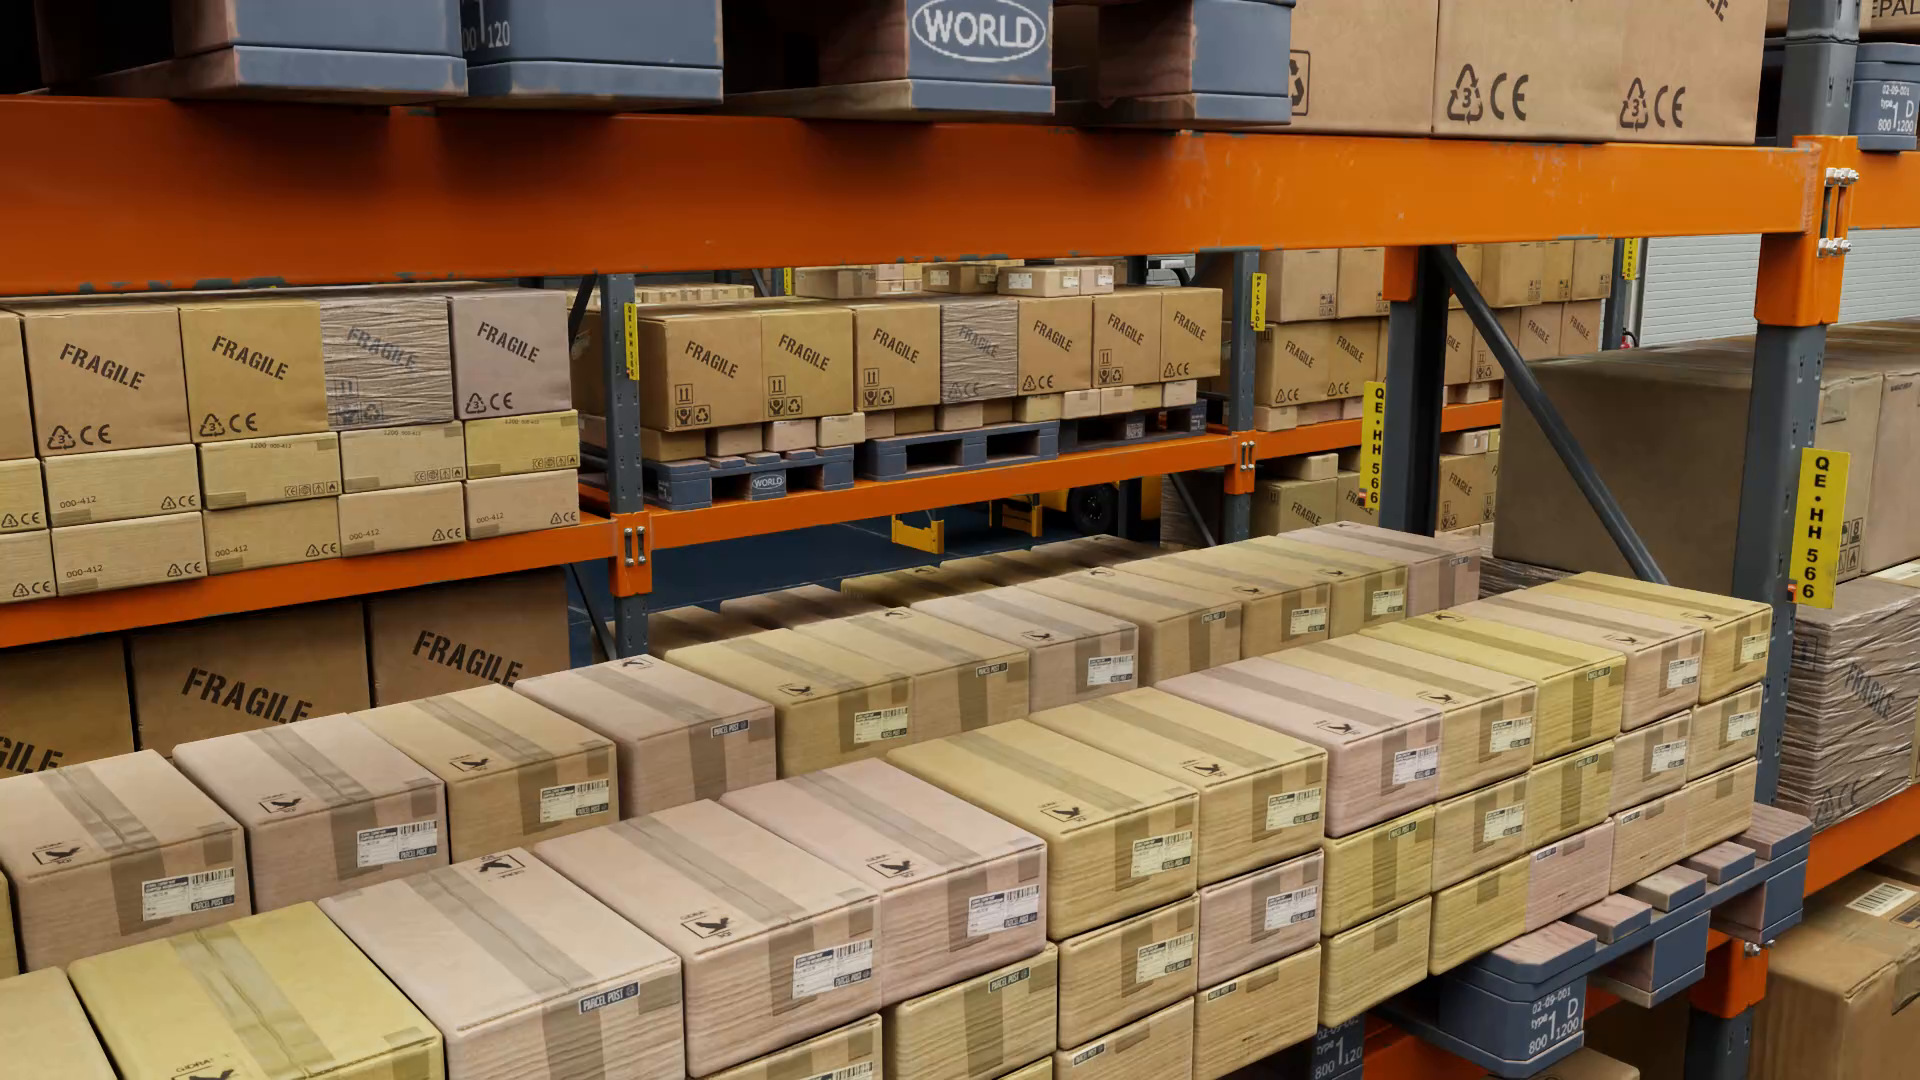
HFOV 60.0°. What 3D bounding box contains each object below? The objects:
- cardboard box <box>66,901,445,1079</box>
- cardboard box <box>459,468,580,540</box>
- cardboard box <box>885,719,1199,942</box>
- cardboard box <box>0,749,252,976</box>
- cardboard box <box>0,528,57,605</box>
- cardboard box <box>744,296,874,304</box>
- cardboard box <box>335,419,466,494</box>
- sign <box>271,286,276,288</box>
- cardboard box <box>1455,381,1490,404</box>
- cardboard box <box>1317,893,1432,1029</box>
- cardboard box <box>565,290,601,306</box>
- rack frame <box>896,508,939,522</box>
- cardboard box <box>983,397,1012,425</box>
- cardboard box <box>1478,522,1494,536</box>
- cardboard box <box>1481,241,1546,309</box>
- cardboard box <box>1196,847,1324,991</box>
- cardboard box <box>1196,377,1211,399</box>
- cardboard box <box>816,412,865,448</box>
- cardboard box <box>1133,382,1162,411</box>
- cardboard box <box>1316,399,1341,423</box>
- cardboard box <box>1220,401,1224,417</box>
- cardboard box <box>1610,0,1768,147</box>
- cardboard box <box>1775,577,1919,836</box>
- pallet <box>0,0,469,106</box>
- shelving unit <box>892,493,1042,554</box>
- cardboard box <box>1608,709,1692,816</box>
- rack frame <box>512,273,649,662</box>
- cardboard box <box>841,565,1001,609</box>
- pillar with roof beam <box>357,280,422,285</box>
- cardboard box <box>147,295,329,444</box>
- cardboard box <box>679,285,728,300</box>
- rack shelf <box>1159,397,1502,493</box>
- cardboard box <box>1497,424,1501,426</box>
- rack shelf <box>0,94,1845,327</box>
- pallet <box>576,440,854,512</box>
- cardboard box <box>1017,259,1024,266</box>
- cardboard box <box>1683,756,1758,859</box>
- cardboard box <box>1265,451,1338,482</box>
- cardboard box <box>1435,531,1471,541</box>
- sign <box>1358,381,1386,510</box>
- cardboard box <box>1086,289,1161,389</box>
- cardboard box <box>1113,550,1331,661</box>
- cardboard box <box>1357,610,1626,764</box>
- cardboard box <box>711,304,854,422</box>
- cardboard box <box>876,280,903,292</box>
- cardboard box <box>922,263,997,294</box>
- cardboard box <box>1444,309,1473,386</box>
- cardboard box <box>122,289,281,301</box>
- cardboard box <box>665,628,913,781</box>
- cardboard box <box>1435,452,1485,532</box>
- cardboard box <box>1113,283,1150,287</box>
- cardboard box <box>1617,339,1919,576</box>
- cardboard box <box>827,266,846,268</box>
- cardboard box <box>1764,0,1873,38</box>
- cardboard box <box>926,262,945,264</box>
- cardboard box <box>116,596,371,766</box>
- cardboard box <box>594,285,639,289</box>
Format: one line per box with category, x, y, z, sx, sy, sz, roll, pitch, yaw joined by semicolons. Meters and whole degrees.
cardboard box;-0.697;0.516;1.639;0.250;0.149;0.380;-9;15;-37
cardboard box;-1.988;-0.192;7.171;0.500;0.250;0.500;-10;16;-40
cardboard box;0.105;0.382;2.268;0.250;0.149;0.380;-9;15;-36
cardboard box;-1.104;0.410;2.136;0.250;0.149;0.380;-10;16;-39
cardboard box;-3.557;0.074;5.920;0.500;0.250;0.500;-10;15;-38
cardboard box;-0.784;-1.011;8.702;0.500;0.500;0.500;-11;16;-41
cardboard box;-2.373;-0.373;6.820;0.500;0.250;0.500;-10;16;-39
sign;-4.513;-1.618;10.931;0.005;0.325;0.100;-9;15;-38
cardboard box;3.378;-1.027;11.351;0.250;0.149;0.380;-10;15;-38
cardboard box;0.516;0.605;2.650;0.250;0.149;0.380;-10;16;-40
cardboard box;-2.843;-1.812;12.637;0.250;0.149;0.380;-9;15;-37
rack frame;-0.330;-0.679;12.714;0.032;1.500;0.500;-9;15;-38
cardboard box;0.063;-0.715;8.869;0.250;0.149;0.380;-10;16;-40
cardboard box;3.619;-0.057;11.783;0.500;0.250;0.500;-9;15;-37
cardboard box;3.495;-1.845;11.234;0.500;0.500;0.700;-10;15;-38
cardboard box;0.308;0.495;2.456;0.250;0.149;0.380;-9;15;-36
cardboard box;1.560;-1.184;10.527;0.500;0.500;0.500;-10;16;-39
cardboard box;-0.674;-0.559;8.133;0.250;0.149;0.380;-9;15;-37
cardboard box;0.922;-0.831;9.417;0.250;0.149;0.380;-10;16;-39
cardboard box;2.168;-0.838;10.460;0.250;0.149;0.380;-10;15;-38
cardboard box;1.619;-0.894;10.720;0.250;0.149;0.380;-9;15;-36
cardboard box;1.128;-0.984;3.079;0.500;0.500;0.500;-9;15;-38
cardboard box;1.935;0.354;4.001;0.500;0.500;0.500;-9;15;-37
pallet;-1.159;-0.502;1.503;1.003;0.211;1.213;-9;15;-38
shelving unit;0.060;-0.744;13.020;1.083;1.500;0.587;-9;15;-38
cardboard box;1.107;0.362;3.081;0.250;0.149;0.380;-9;15;-36
rack frame;-1.756;-0.373;7.663;0.127;3.000;1.000;-9;15;-38
cardboard box;-0.141;0.441;9.146;0.625;0.372;0.950;-9;15;-36
pillar with roof beam;-1.715;-3.729;9.026;0.400;9.000;9.100;-9;15;-38
cardboard box;-2.783;-0.670;6.415;0.500;0.500;0.500;-9;15;-38
cardboard box;-2.054;-1.946;13.269;0.250;0.149;0.380;-10;15;-38
rack shelf;2.930;-0.799;11.404;4.000;0.370;1.077;-9;15;-38
cardboard box;3.784;-0.751;11.684;0.250;0.149;0.380;-9;15;-36
rack shelf;-0.146;-0.439;2.485;4.000;0.370;1.077;-9;15;-38
pallet;-1.266;-0.389;8.200;1.003;0.211;1.213;-9;15;-38
cardboard box;0.504;-2.499;15.158;0.250;0.149;0.380;-9;15;-36
cardboard box;1.318;0.473;3.274;0.250;0.149;0.380;-9;15;-37
cardboard box;2.132;-0.476;10.389;0.250;0.149;0.380;-9;15;-37
cardboard box;2.503;0.245;8.947;0.500;0.500;0.500;-9;15;-38
sign;1.066;-0.239;4.245;0.005;0.325;0.100;-9;15;-38
cardboard box;0.764;-1.130;9.261;0.500;0.500;0.500;-9;15;-37
cardboard box;0.531;0.138;3.417;0.250;0.149;0.380;-10;15;-38
cardboard box;0.917;0.248;2.903;0.250;0.149;0.380;-9;15;-36
cardboard box;-0.857;-0.862;8.000;0.500;0.500;0.500;-8;15;-35
cardboard box;-0.696;-2.153;14.246;0.250;0.149;0.380;-9;15;-36
cardboard box;-0.004;-1.448;9.195;0.250;0.149;0.380;-8;15;-35
cardboard box;3.045;-1.299;11.067;0.500;0.500;0.500;-9;15;-37
cardboard box;-3.088;-0.756;6.819;0.500;0.500;0.500;-9;15;-36
cardboard box;-0.289;0.275;2.776;0.250;0.149;0.380;-10;15;-38
cardboard box;3.225;-0.359;11.402;0.500;0.500;0.500;-10;15;-39
cardboard box;0.823;-1.277;9.955;0.500;0.500;0.500;-9;15;-36
cardboard box;2.167;-0.244;4.406;0.500;0.500;0.700;-10;15;-38
cardboard box;-1.165;-2.253;13.998;0.250;0.149;0.380;-9;15;-37
cardboard box;1.776;-1.199;3.686;0.250;0.149;0.380;-10;16;-40
cardboard box;-0.345;-2.381;14.604;0.250;0.149;0.380;-10;15;-38
cardboard box;-3.046;0.652;6.939;0.875;0.875;0.875;-9;15;-37
cardboard box;-2.769;-1.957;13.320;0.250;0.149;0.380;-10;15;-38
